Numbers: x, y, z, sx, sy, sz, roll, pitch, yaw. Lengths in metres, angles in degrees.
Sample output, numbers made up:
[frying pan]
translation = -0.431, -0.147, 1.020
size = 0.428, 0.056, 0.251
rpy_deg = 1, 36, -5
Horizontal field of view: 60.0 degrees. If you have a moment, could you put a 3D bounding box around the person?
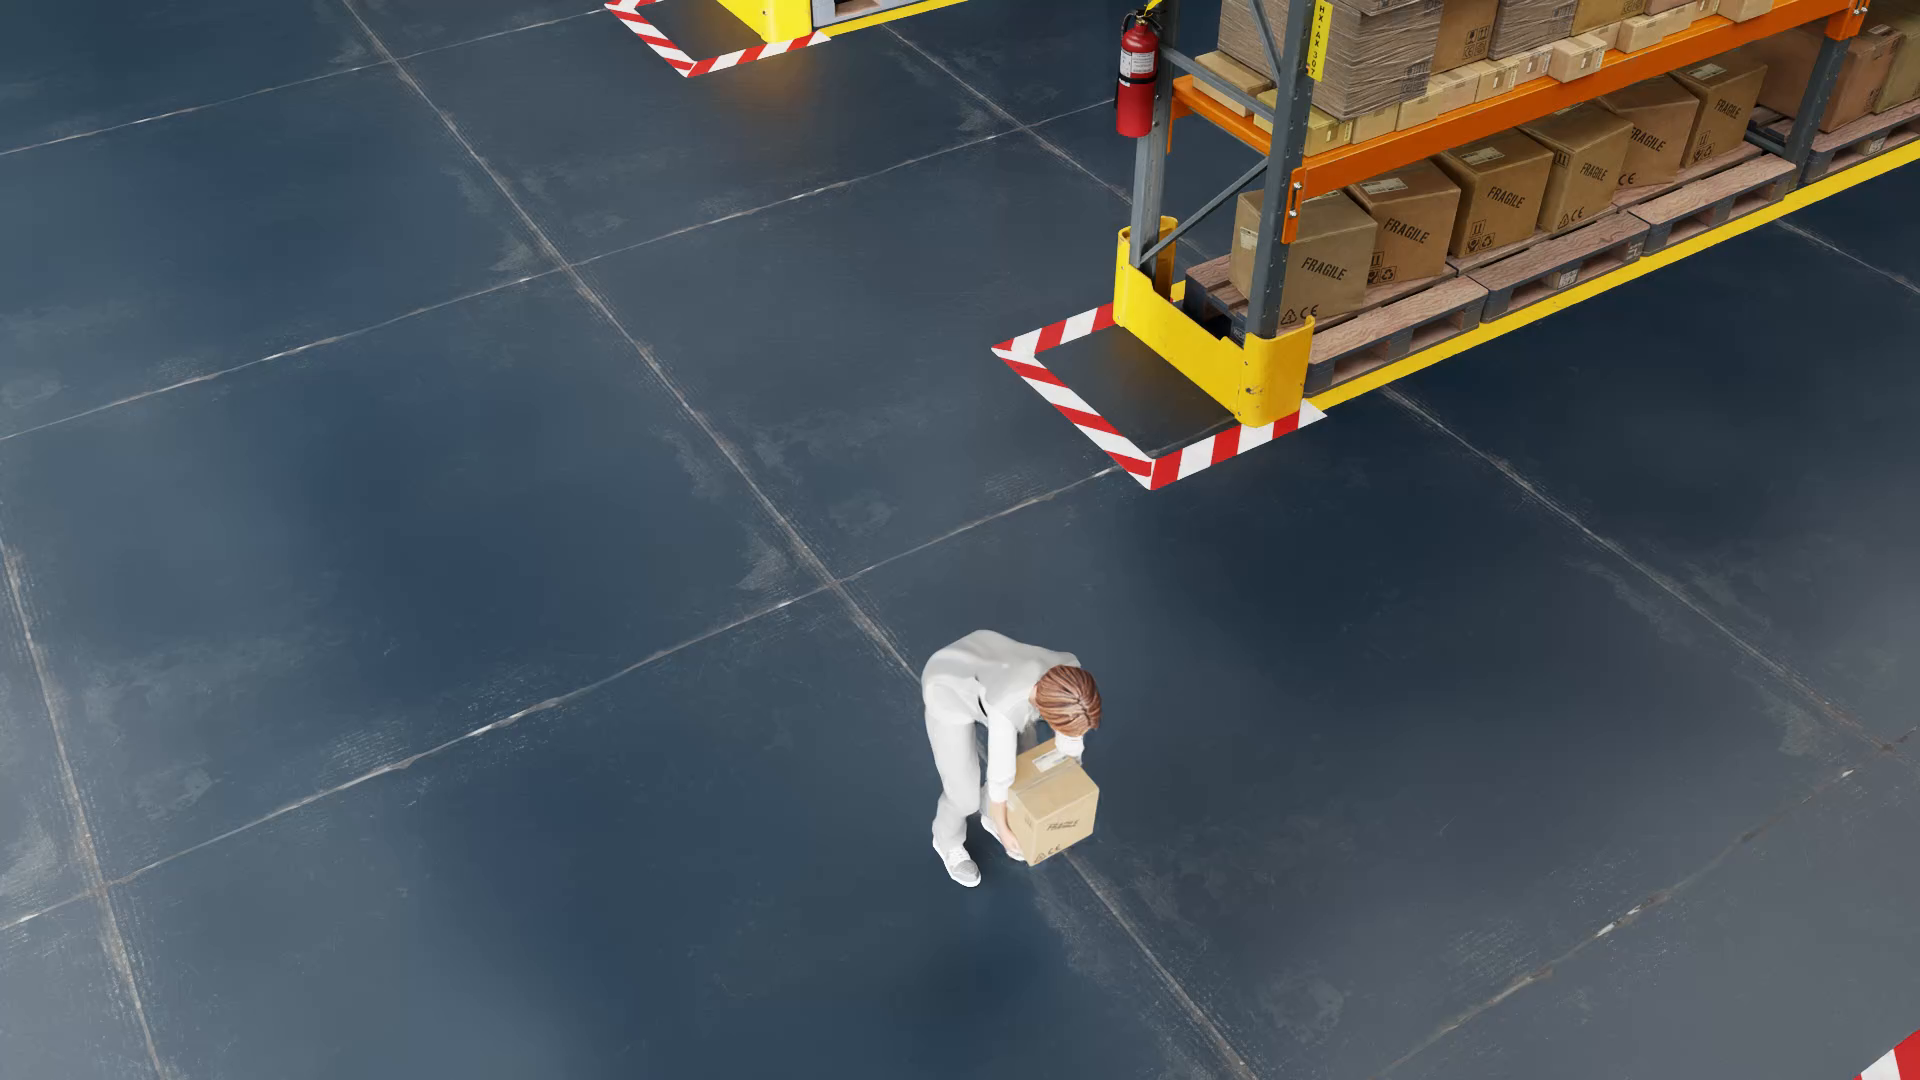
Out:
[person]
translation = 0.172, 0.745, 5.552
size = 0.385, 1.293, 0.780
rpy_deg = -24, 47, -25
